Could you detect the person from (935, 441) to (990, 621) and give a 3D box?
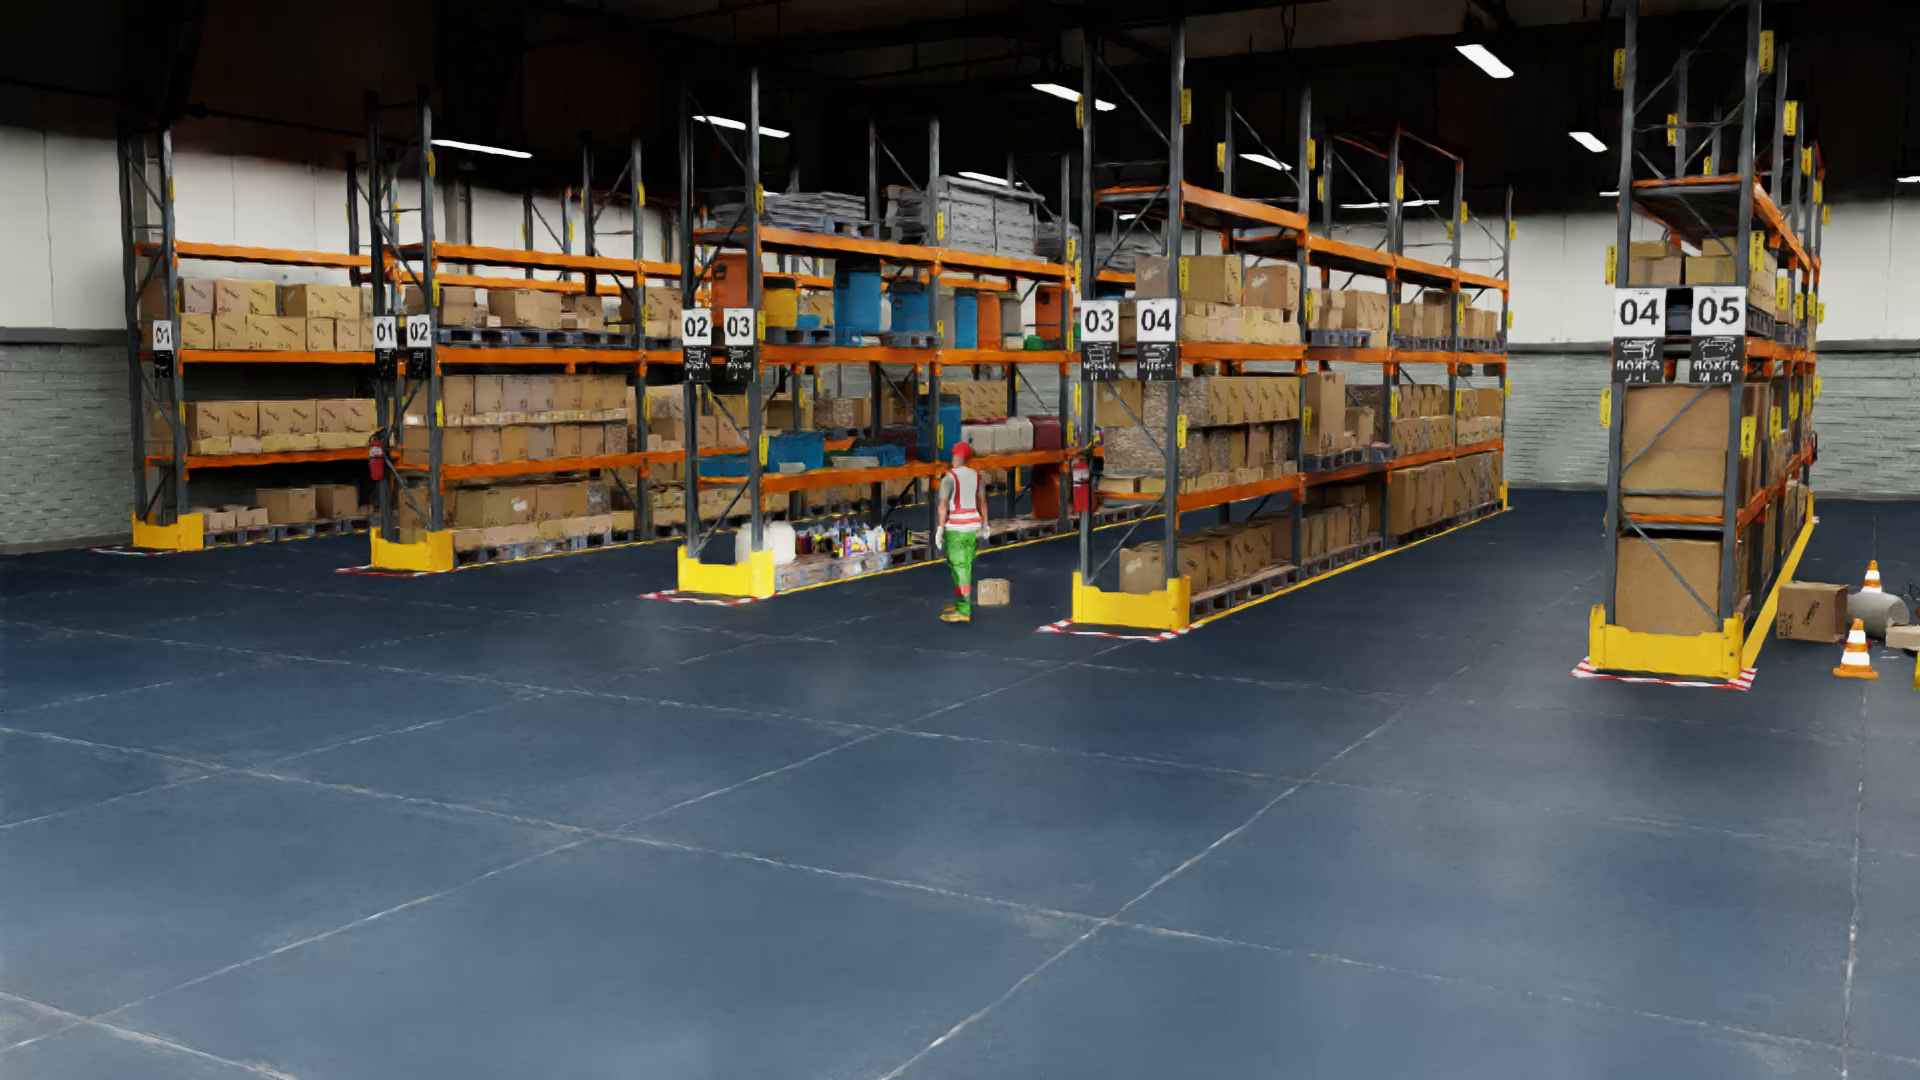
[{"bbox_3d":[-0.025,-0.110,16.816,0.618,1.784,0.761,6,8,45],"label":"person"}]
